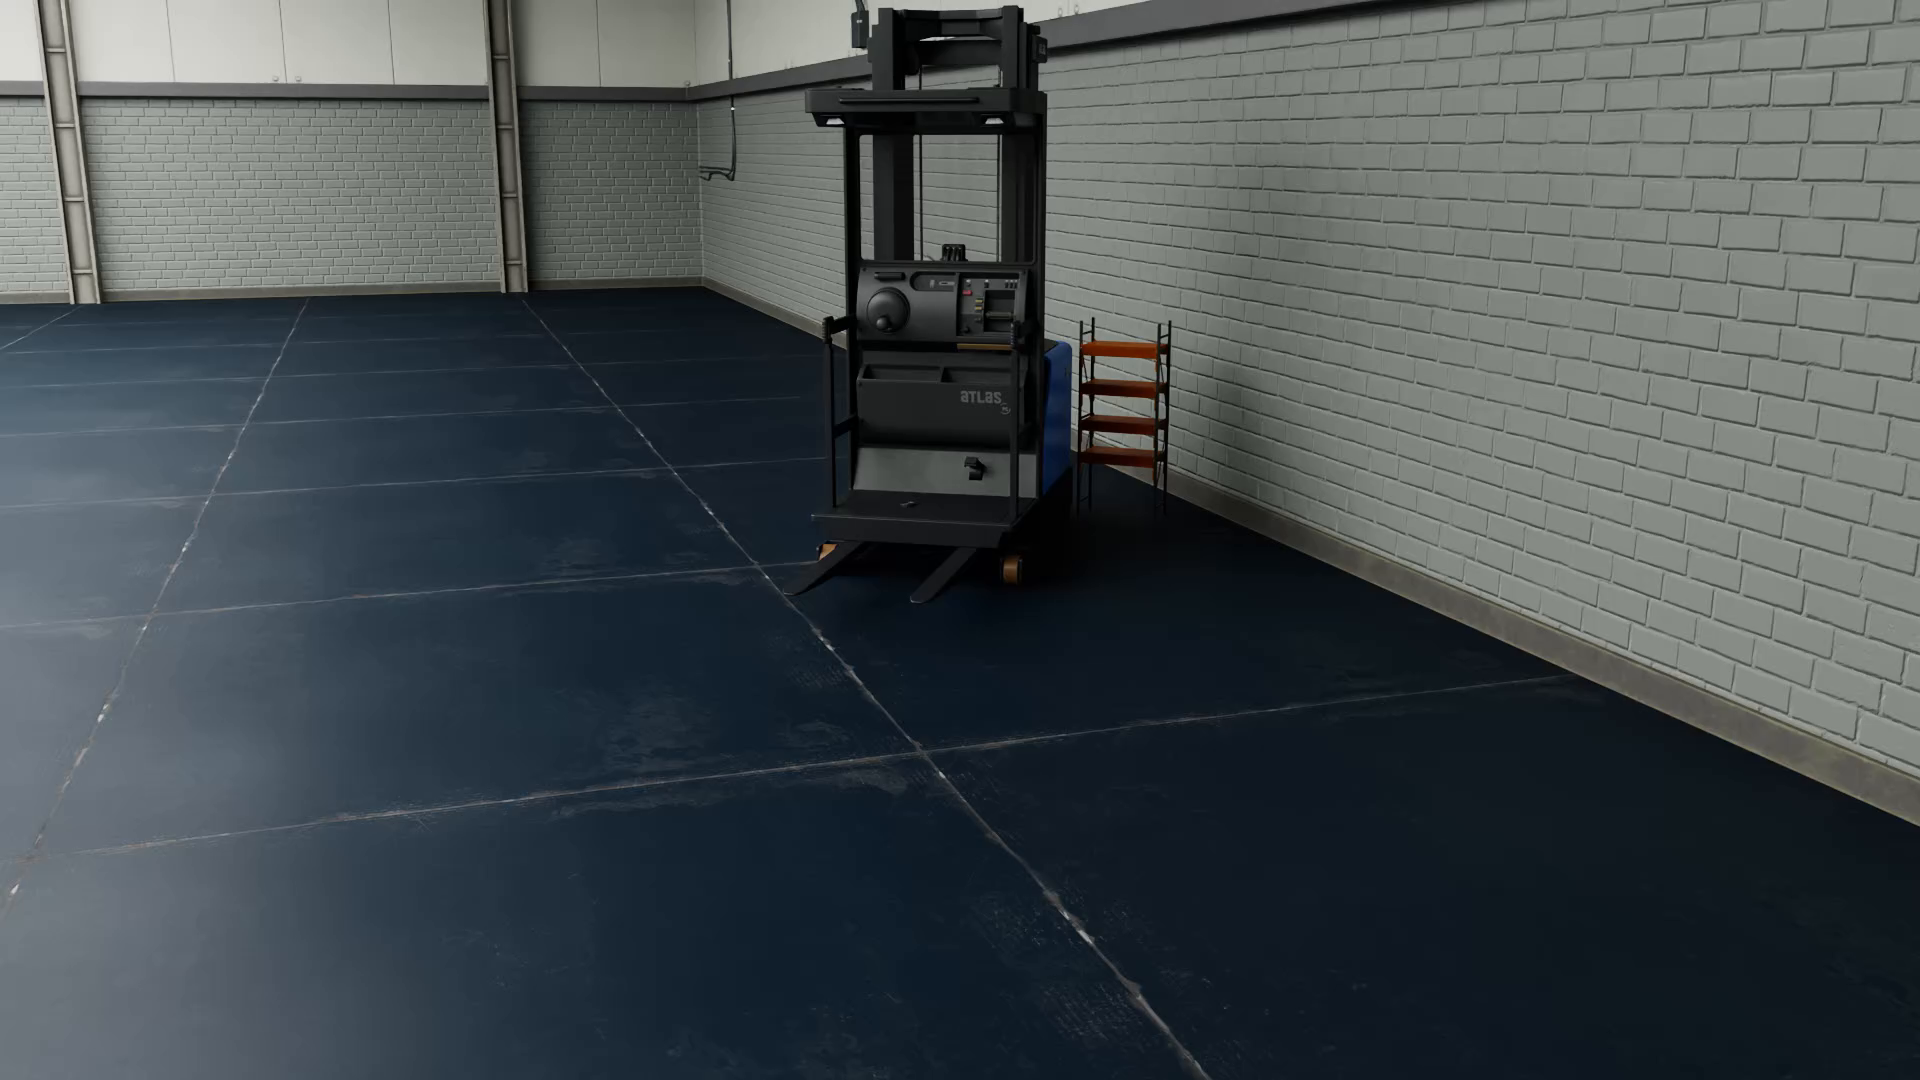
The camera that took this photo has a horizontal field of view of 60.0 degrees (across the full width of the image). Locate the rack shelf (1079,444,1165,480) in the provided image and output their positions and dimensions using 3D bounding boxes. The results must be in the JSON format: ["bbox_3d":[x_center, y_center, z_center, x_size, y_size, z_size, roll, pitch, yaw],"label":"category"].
[{"bbox_3d":[0.998,-0.480,10.216,0.480,0.148,0.258,6,15,23],"label":"rack shelf"}]

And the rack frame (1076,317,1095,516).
[{"bbox_3d":[0.775,-0.761,10.249,0.015,1.200,0.240,6,15,23],"label":"rack frame"}]

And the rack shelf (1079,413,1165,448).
[{"bbox_3d":[0.998,-0.673,10.170,0.480,0.148,0.258,6,15,23],"label":"rack shelf"}]

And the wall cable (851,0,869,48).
[{"bbox_3d":[-0.719,-7.752,15.436,0.169,6.003,2.305,-4,14,-18],"label":"wall cable"}]

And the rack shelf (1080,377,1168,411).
[{"bbox_3d":[0.998,-0.891,10.118,0.480,0.148,0.258,6,15,23],"label":"rack shelf"}]

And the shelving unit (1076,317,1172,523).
[{"bbox_3d":[0.998,-0.738,10.154,0.503,1.200,0.258,6,15,23],"label":"shelving unit"}]

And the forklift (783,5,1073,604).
[{"bbox_3d":[-0.142,-1.286,8.714,1.130,2.935,3.031,3,14,13],"label":"forklift"}]

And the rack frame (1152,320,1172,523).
[{"bbox_3d":[1.222,-0.716,10.059,0.015,1.200,0.240,6,15,23],"label":"rack frame"}]

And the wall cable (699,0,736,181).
[{"bbox_3d":[-3.732,-6.670,24.947,0.112,2.526,3.097,-4,14,-18],"label":"wall cable"}]

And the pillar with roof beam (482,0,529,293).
[{"bbox_3d":[-5.573,-7.309,20.923,0.400,9.000,9.100,-4,14,-18],"label":"pillar with roof beam"}]

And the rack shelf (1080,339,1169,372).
[{"bbox_3d":[0.998,-1.121,10.063,0.480,0.148,0.258,6,15,23],"label":"rack shelf"}]

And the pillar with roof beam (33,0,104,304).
[{"bbox_3d":[-11.259,-6.866,19.062,0.400,9.000,9.100,-4,14,-18],"label":"pillar with roof beam"}]
